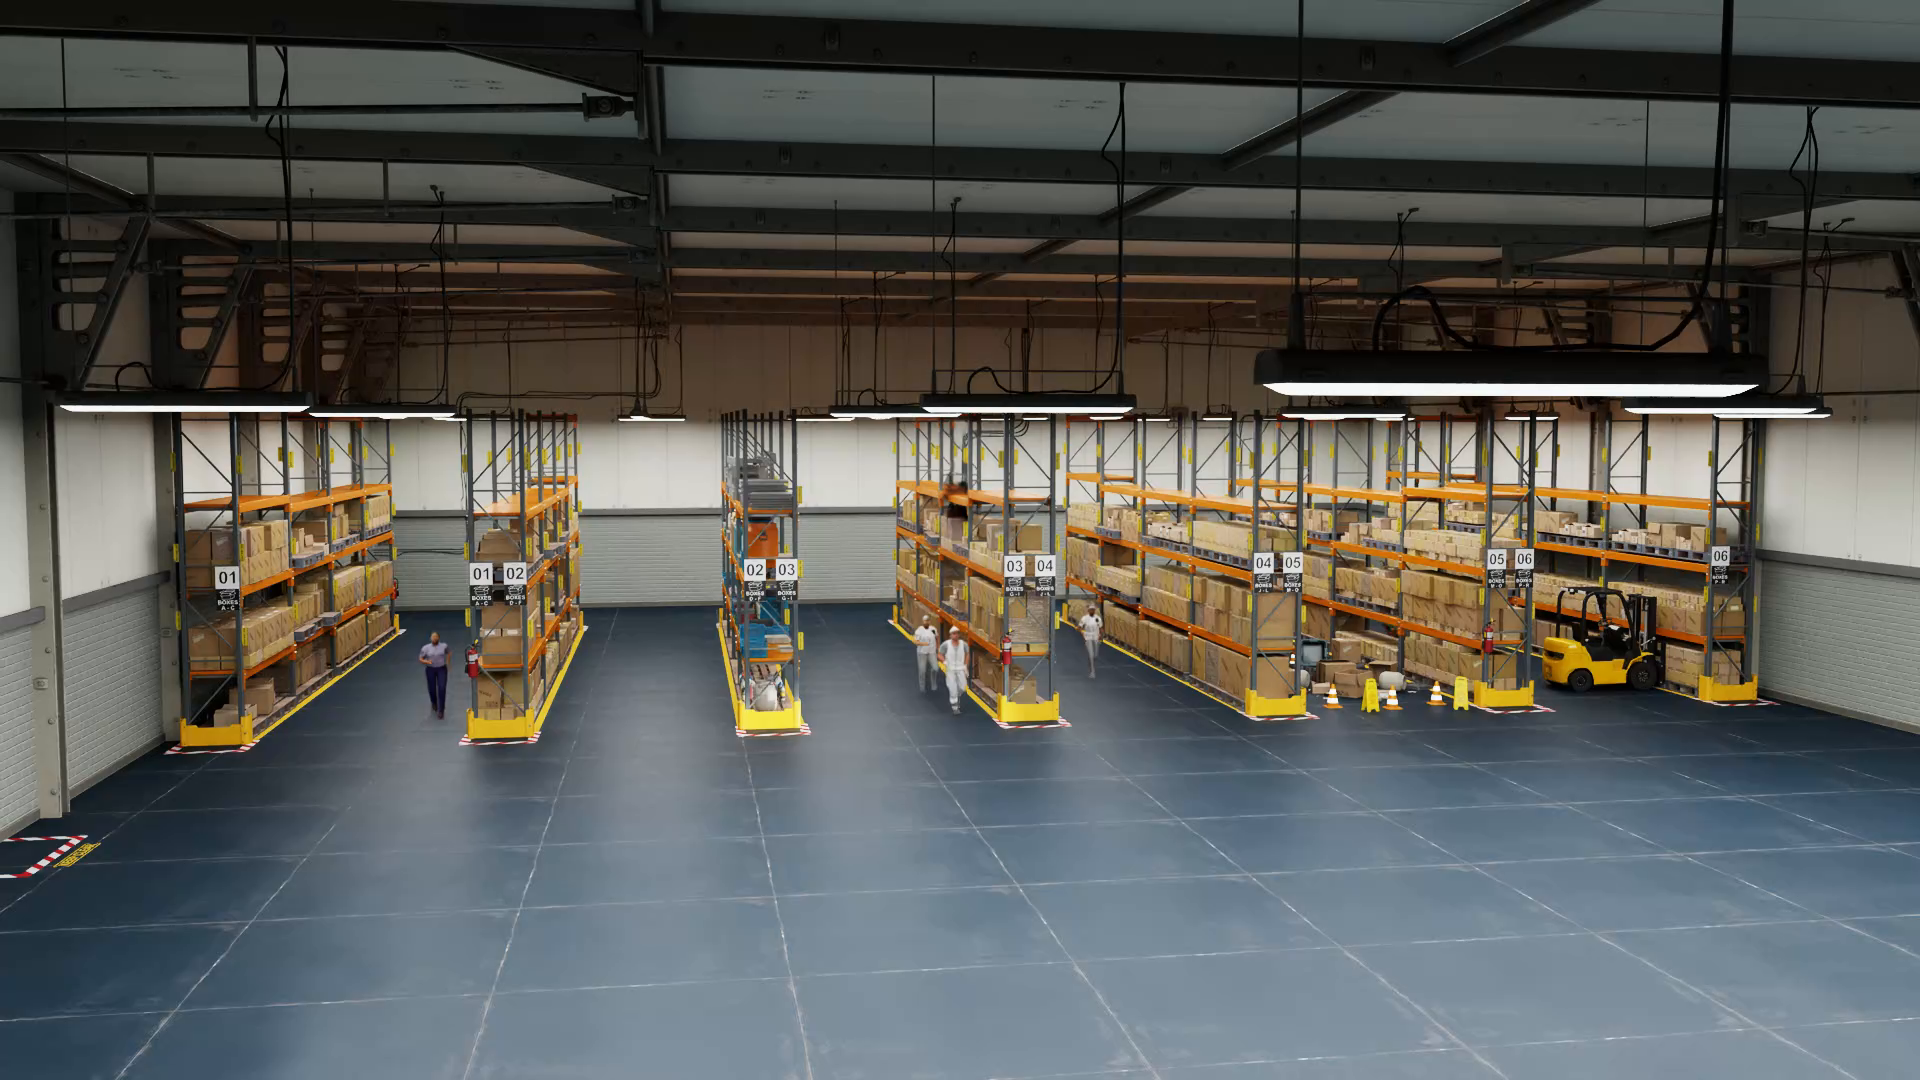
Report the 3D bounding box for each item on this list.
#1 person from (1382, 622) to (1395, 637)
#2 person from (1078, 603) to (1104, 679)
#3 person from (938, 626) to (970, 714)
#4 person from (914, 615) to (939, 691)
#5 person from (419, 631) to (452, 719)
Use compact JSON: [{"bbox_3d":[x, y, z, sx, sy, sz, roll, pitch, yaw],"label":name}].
[{"bbox_3d":[11.144,1.866,43.112,0.643,1.719,0.752,0,4,-6],"label":"person"},{"bbox_3d":[2.973,2.261,37.754,0.590,1.683,0.743,-1,4,-10],"label":"person"},{"bbox_3d":[-0.105,2.573,32.828,0.660,1.744,0.614,-1,4,-10],"label":"person"},{"bbox_3d":[-0.685,2.423,35.452,0.601,1.644,0.647,-1,4,-15],"label":"person"},{"bbox_3d":[-10.276,2.620,32.599,0.602,1.650,0.934,-1,4,-17],"label":"person"}]
